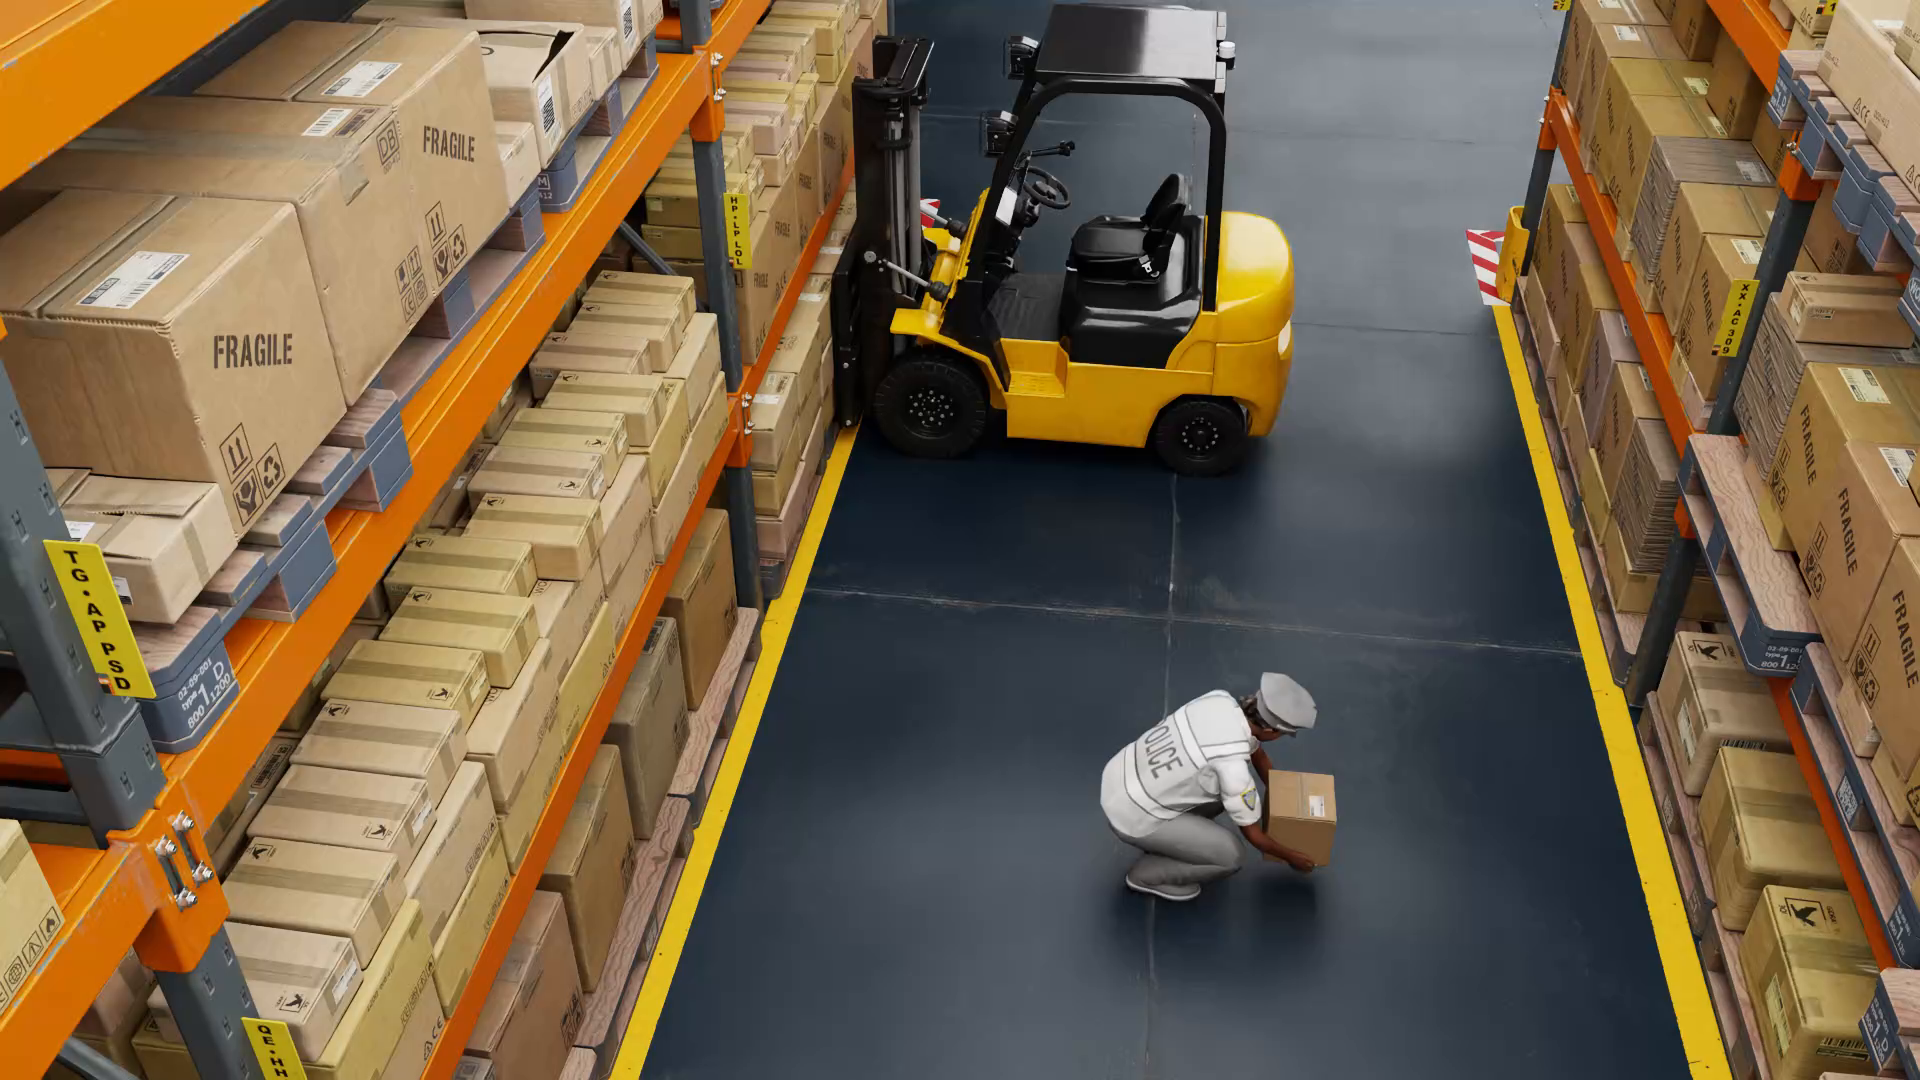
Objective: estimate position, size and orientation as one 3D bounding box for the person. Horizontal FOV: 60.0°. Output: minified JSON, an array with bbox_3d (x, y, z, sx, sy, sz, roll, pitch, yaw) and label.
[{"bbox_3d":[0.967,0.938,6.375,0.843,0.954,0.493,4,37,6],"label":"person"}]
